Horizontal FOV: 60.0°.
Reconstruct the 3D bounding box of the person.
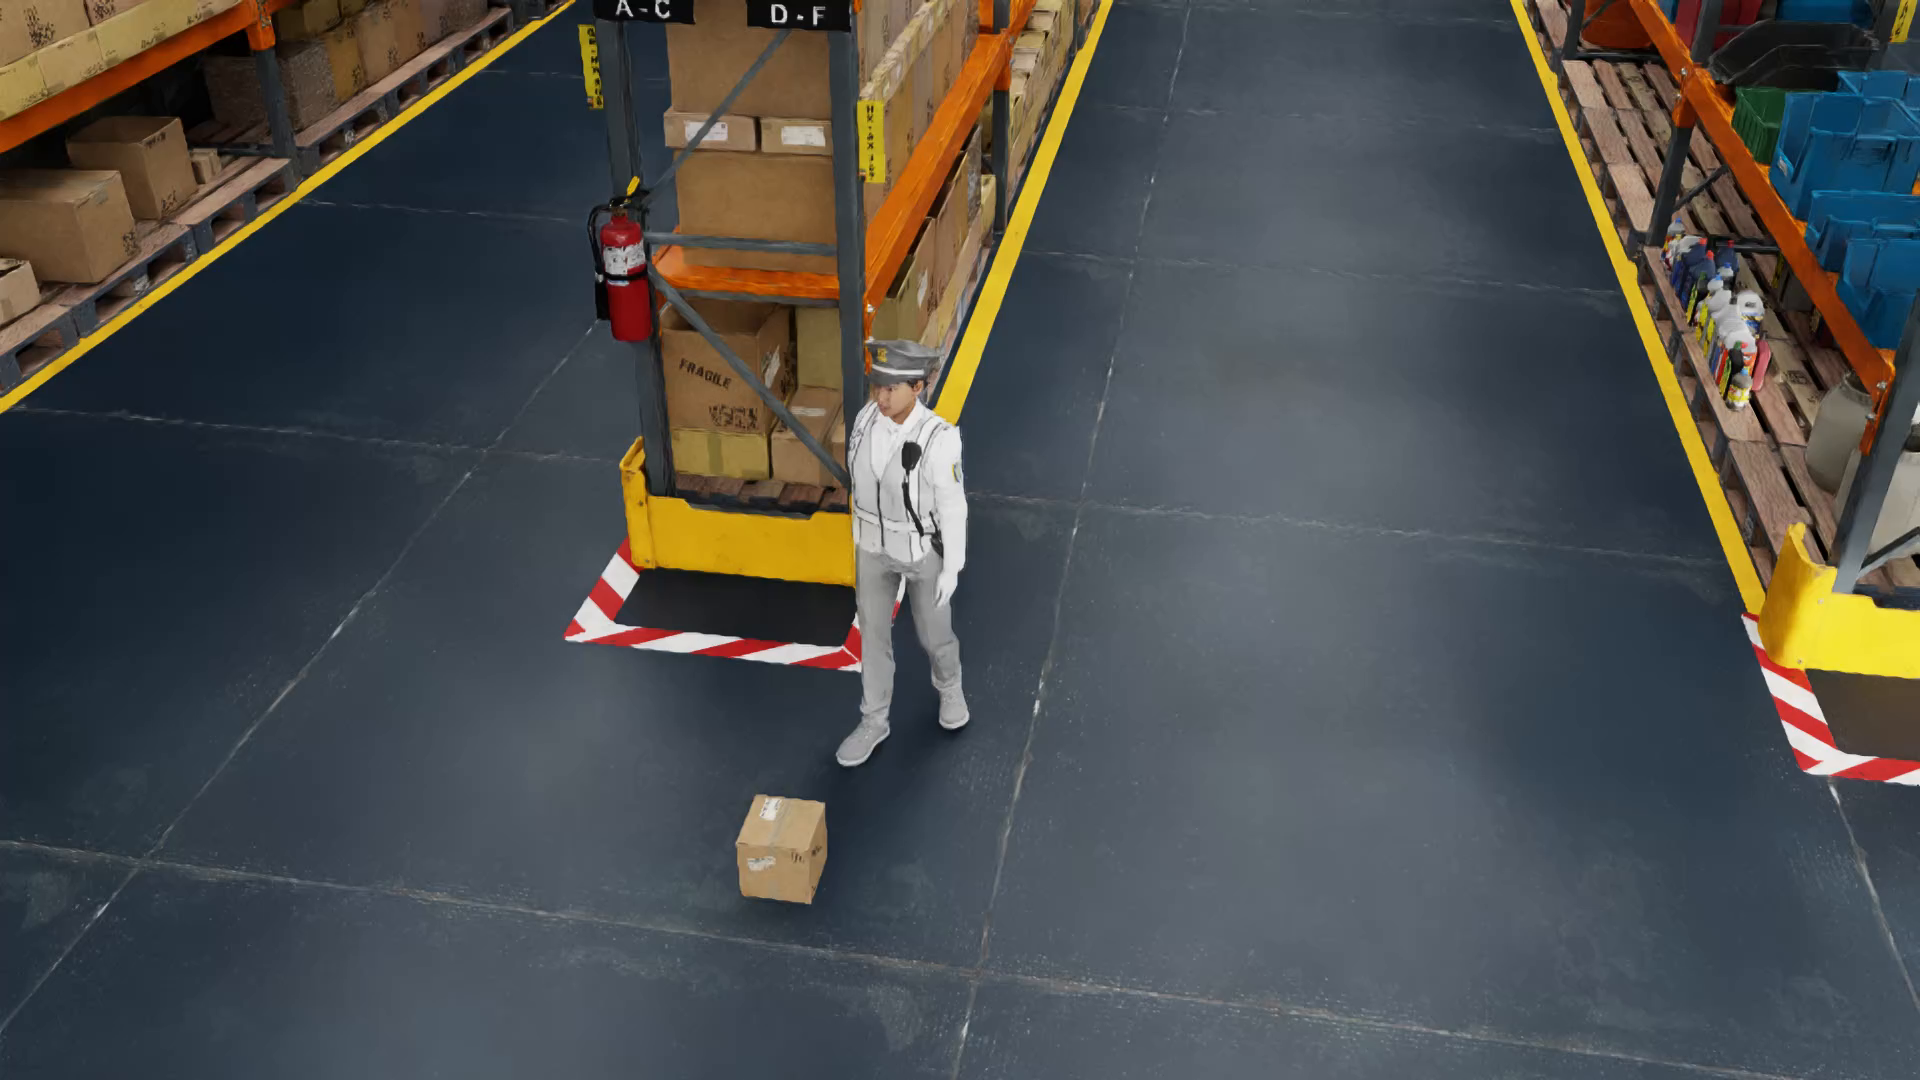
[{"bbox_3d":[-0.206,0.036,6.042,0.497,1.683,0.621,16,36,24],"label":"person"}]
